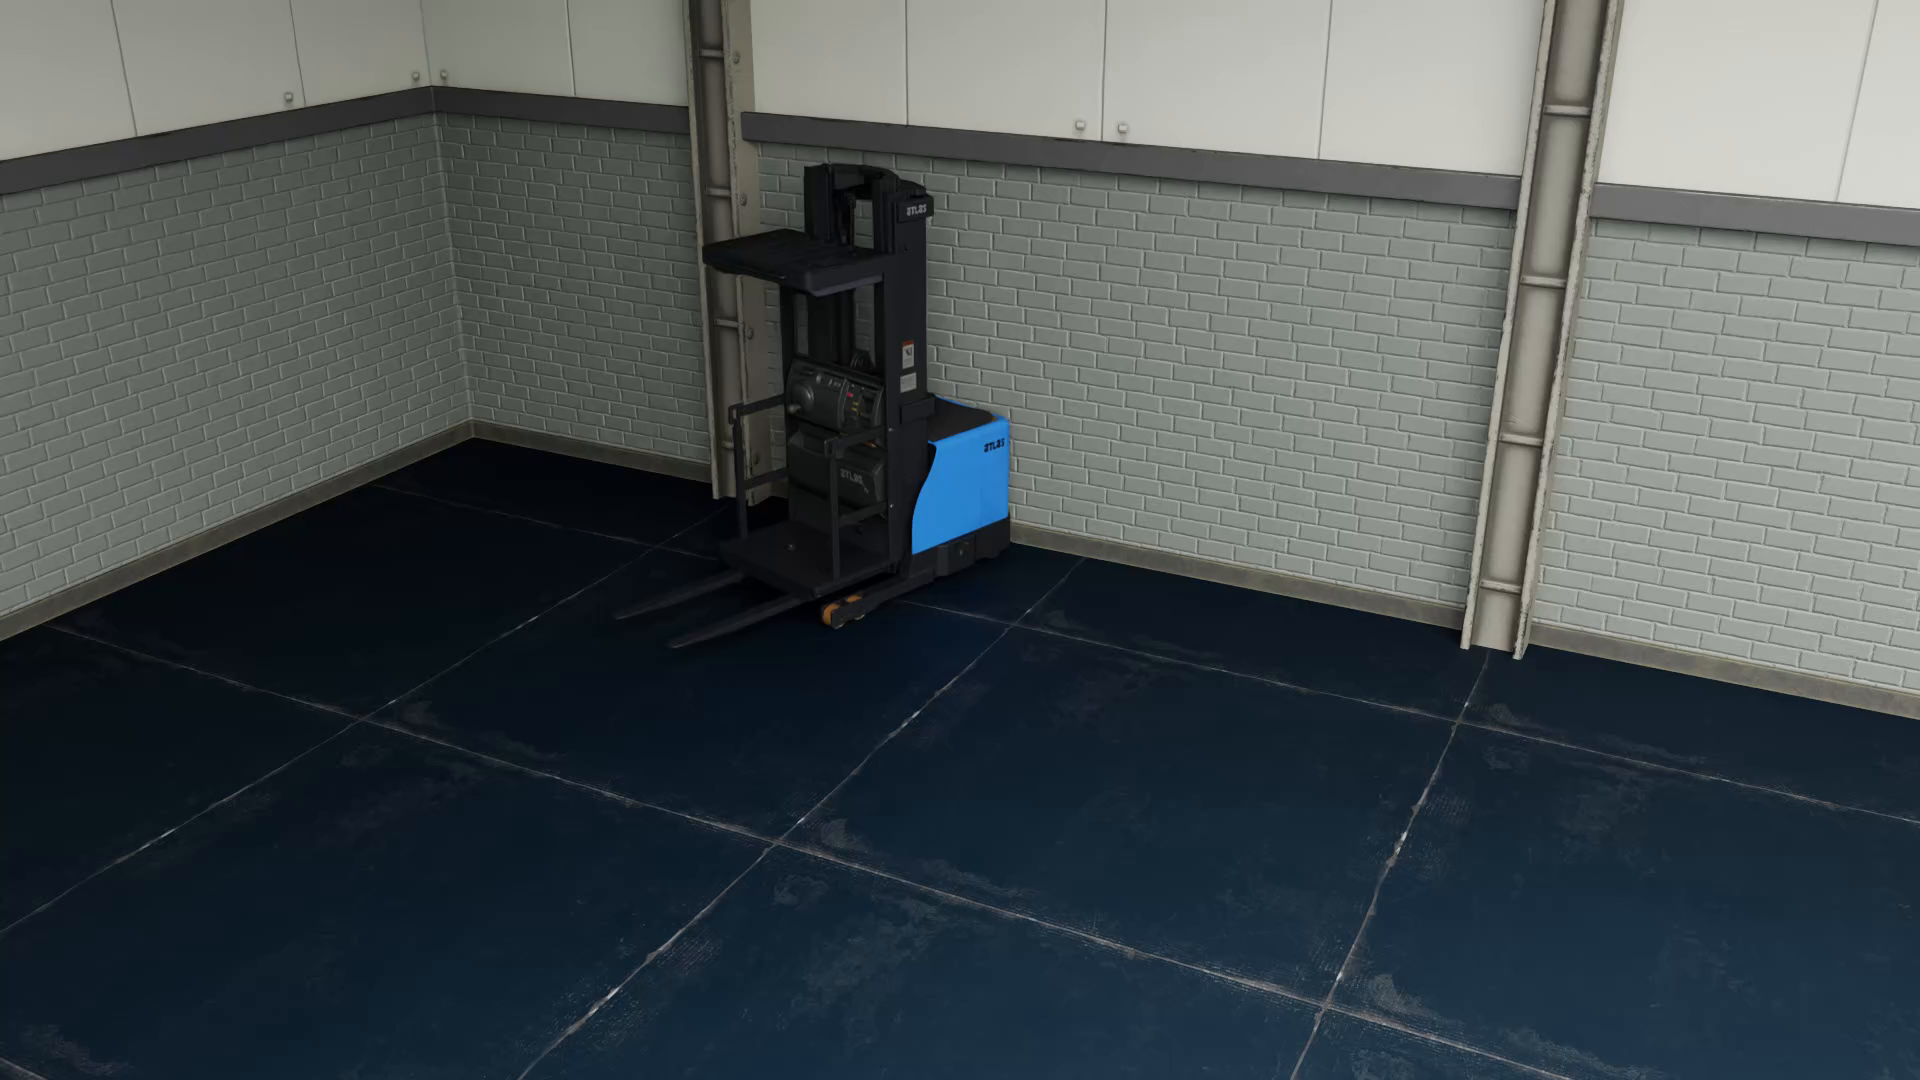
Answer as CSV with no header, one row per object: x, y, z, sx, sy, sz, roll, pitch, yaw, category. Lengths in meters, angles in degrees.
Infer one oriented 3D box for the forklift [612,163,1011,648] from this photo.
-1.013,-0.972,11.316,1.130,2.935,3.031,21,31,40,forklift

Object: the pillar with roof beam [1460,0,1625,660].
1.636,-1.939,5.836,0.400,9.000,9.100,11,25,25,pillar with roof beam

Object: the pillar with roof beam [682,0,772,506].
-3.719,-2.998,8.328,0.400,9.000,9.100,11,25,25,pillar with roof beam
